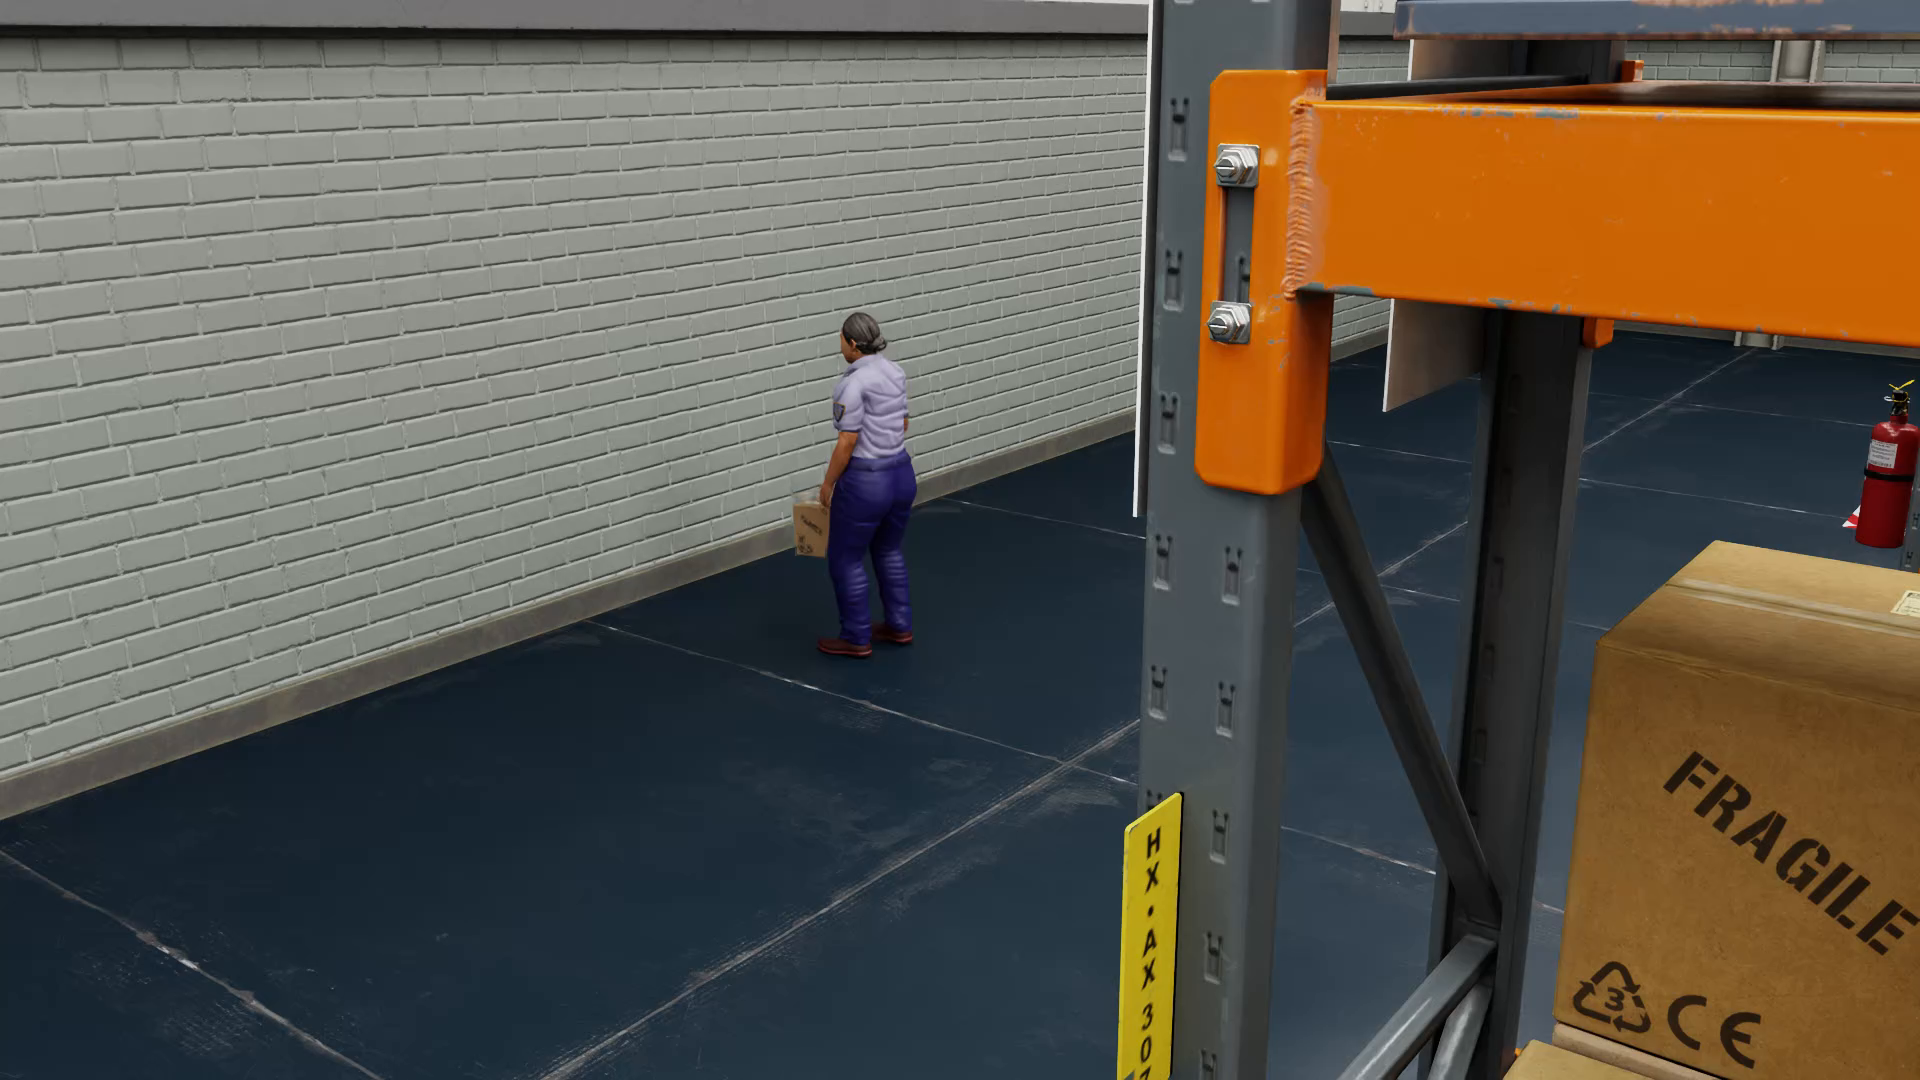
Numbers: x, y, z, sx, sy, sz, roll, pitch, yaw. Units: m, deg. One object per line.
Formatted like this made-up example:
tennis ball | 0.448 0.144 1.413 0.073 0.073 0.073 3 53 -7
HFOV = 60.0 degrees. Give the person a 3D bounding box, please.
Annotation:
person | -0.446 -0.262 7.922 0.421 1.656 0.517 11 20 34
